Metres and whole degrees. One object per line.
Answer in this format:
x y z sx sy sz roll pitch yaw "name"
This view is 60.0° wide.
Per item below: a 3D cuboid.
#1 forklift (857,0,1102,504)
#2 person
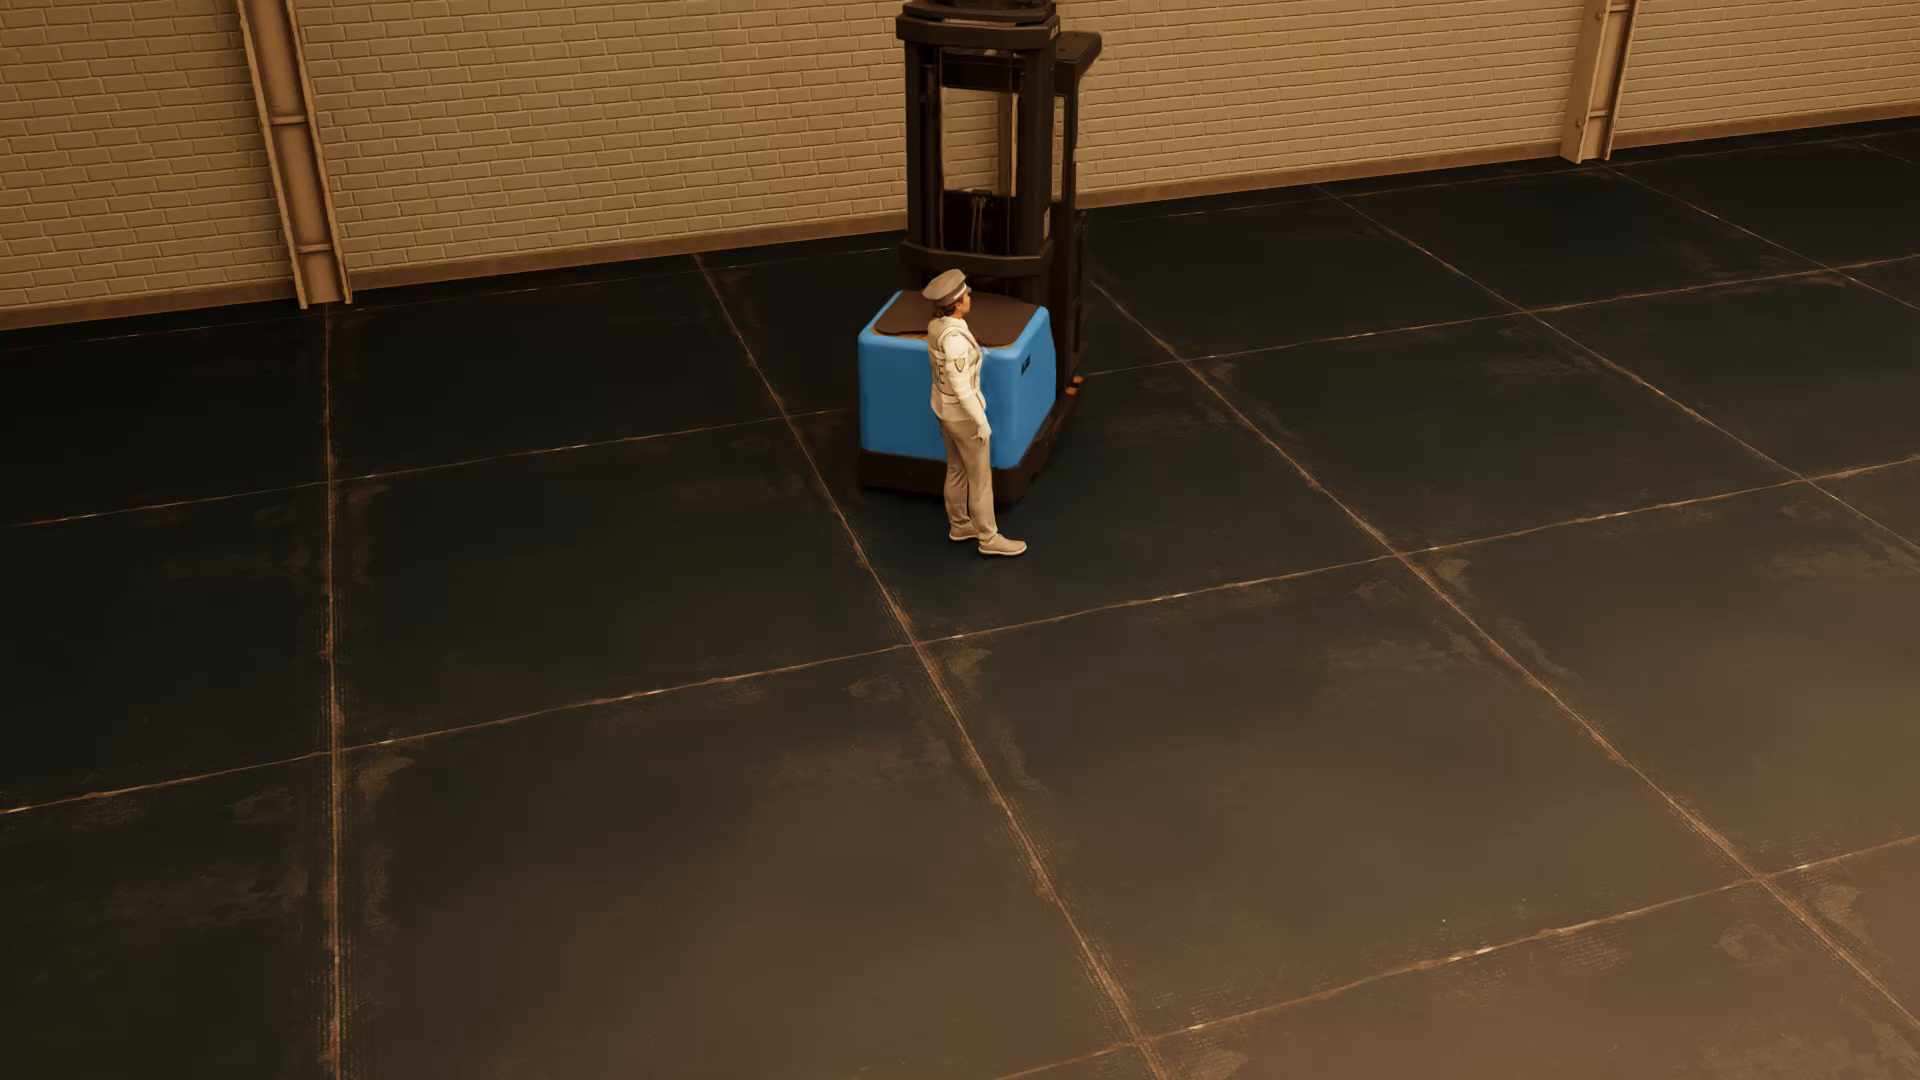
0.268 -2.215 10.937 1.130 2.935 3.031 8 31 14 "forklift"
0.068 -0.748 9.613 0.530 1.694 0.586 -10 31 -16 "person"
